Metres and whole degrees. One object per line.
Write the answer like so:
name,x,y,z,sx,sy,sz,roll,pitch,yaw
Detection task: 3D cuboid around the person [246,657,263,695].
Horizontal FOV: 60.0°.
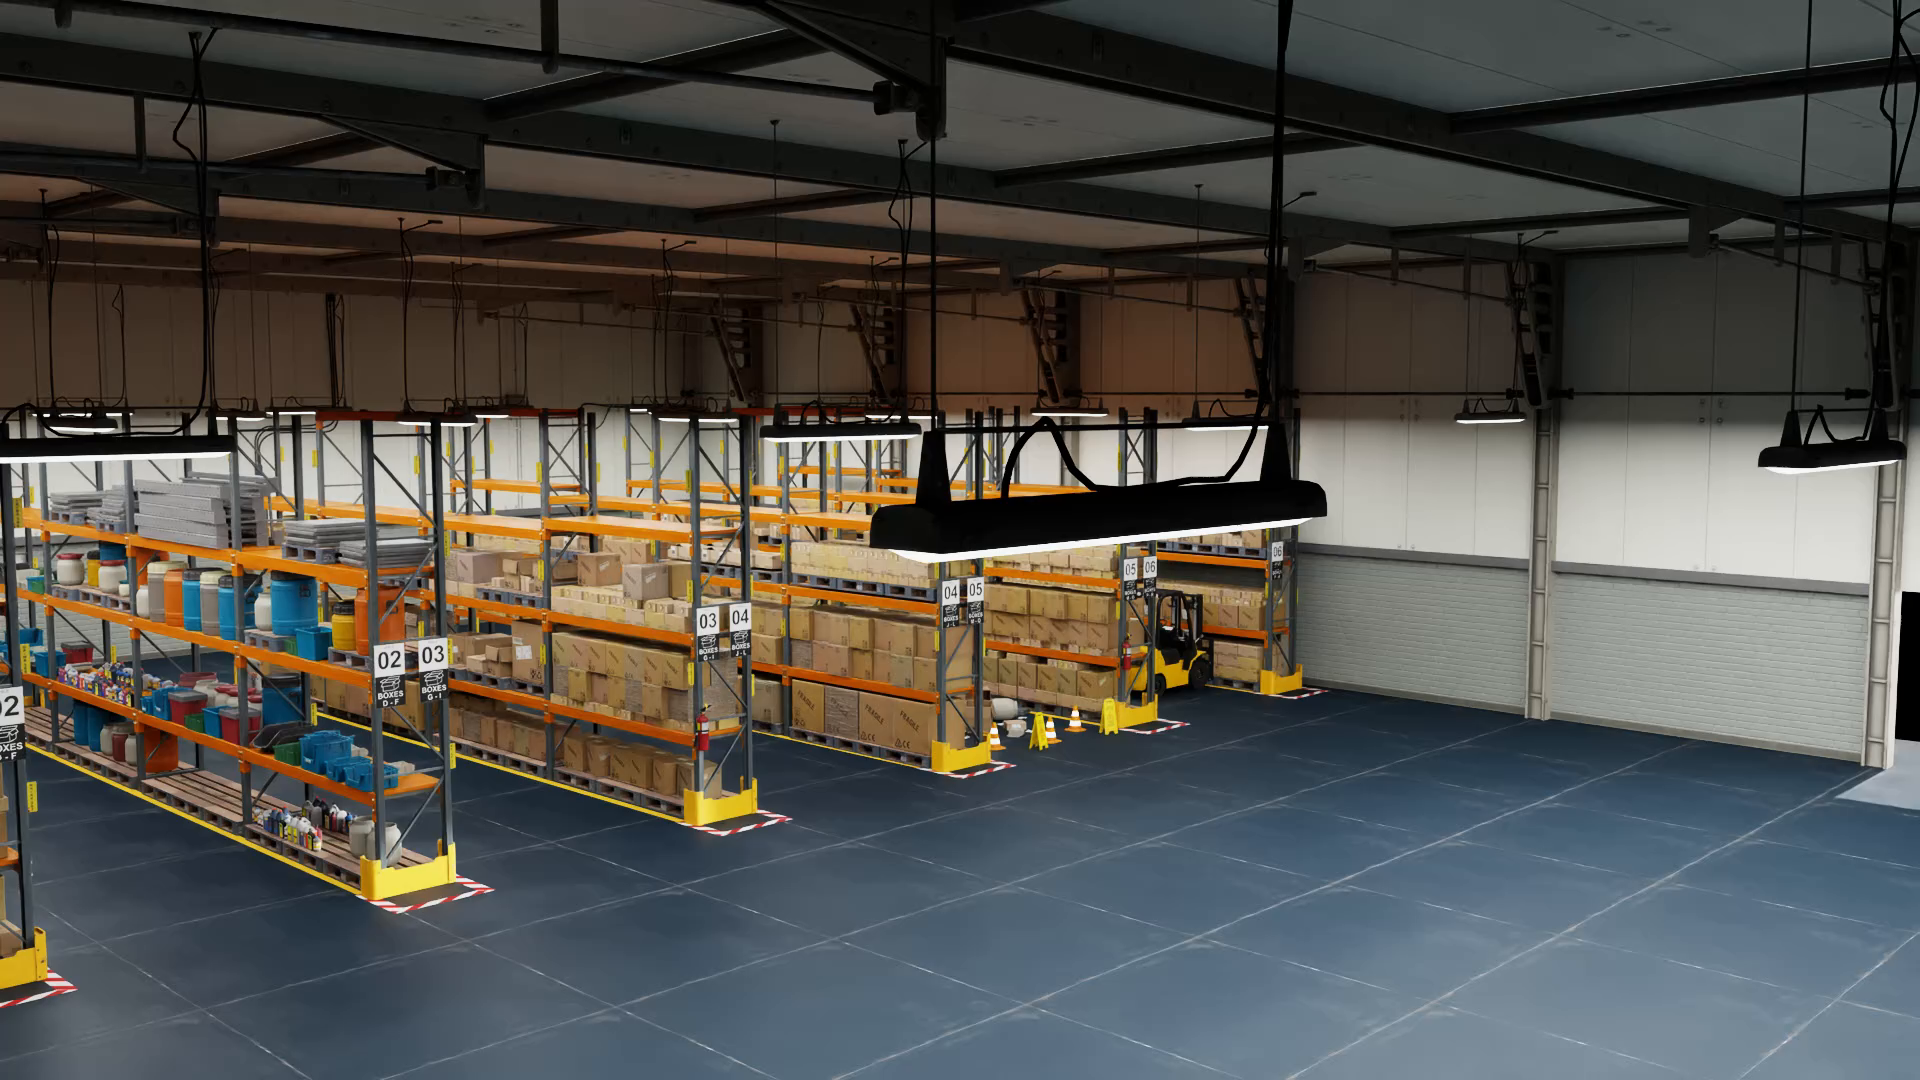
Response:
person,-13.929,2.651,32.706,0.530,1.579,0.700,-4,6,-35

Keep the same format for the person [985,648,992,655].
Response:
person,0.615,2.071,39.207,0.372,1.612,0.446,1,5,9
